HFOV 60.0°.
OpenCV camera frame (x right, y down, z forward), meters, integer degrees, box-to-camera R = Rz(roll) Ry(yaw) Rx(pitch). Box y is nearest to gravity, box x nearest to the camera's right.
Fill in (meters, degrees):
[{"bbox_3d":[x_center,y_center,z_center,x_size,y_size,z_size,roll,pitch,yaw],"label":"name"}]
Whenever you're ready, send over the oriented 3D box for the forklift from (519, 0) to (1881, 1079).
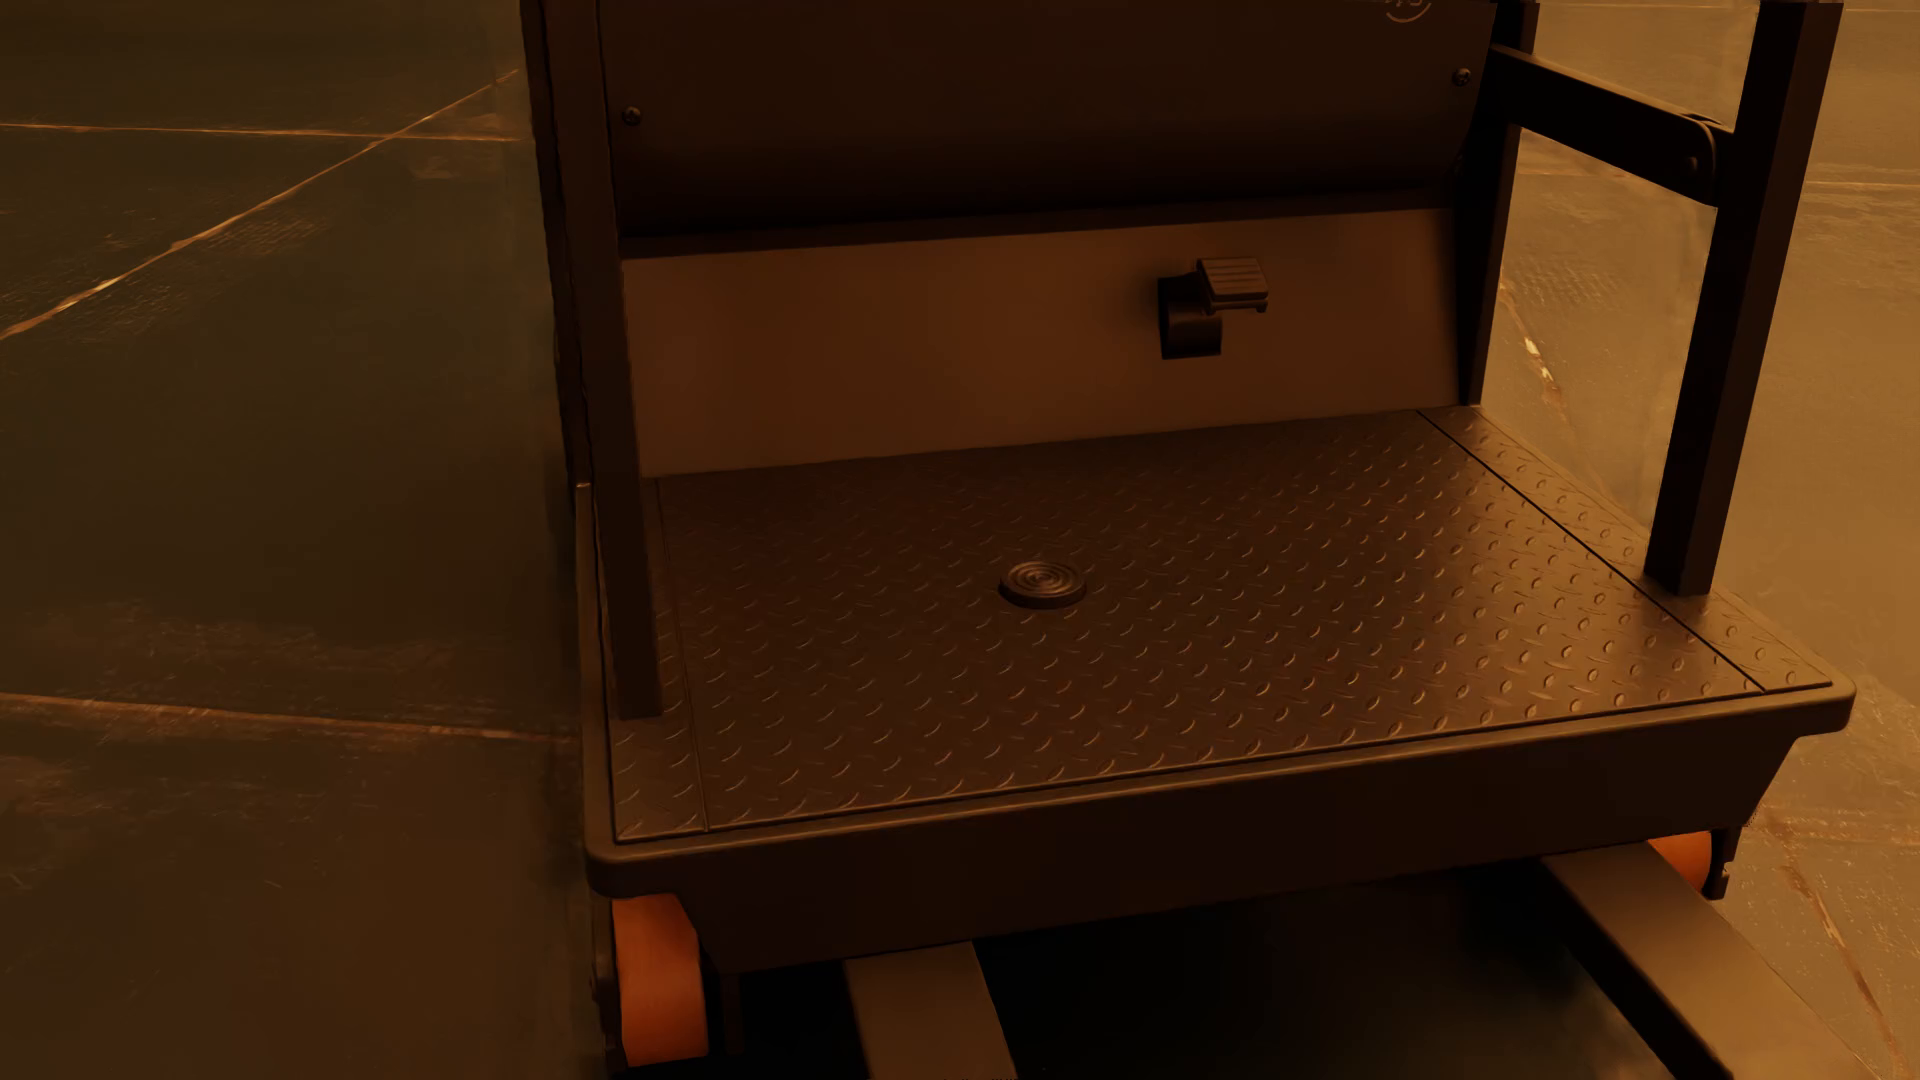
[{"bbox_3d":[0.151,-1.014,1.249,1.130,2.935,3.031,-6,27,-11],"label":"forklift"}]
